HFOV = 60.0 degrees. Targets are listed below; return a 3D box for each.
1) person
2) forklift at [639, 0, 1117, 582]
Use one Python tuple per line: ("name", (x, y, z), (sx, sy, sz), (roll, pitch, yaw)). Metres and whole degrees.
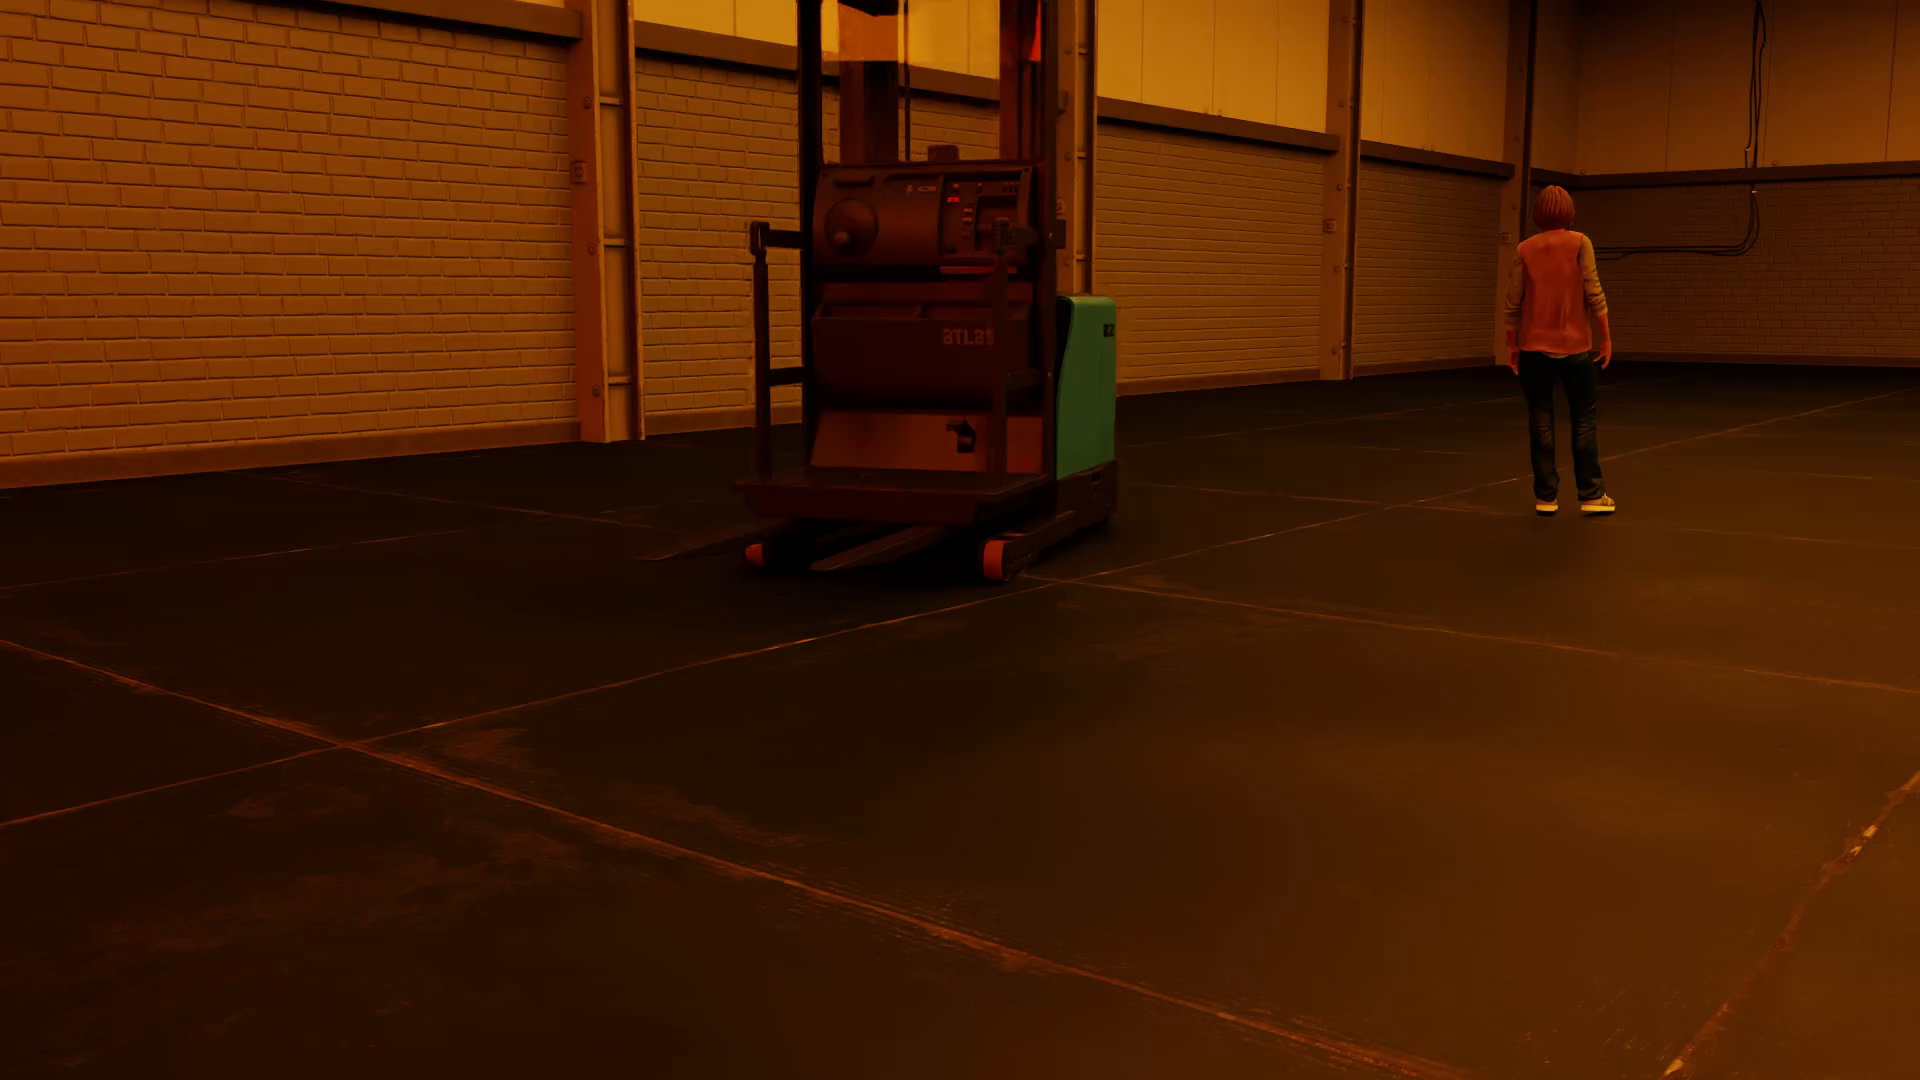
("person", (2.966, -0.932, 8.205), (0.521, 1.596, 0.475), (5, 10, 33))
("forklift", (-0.227, -1.357, 6.555), (1.130, 2.935, 3.031), (3, 9, 19))
